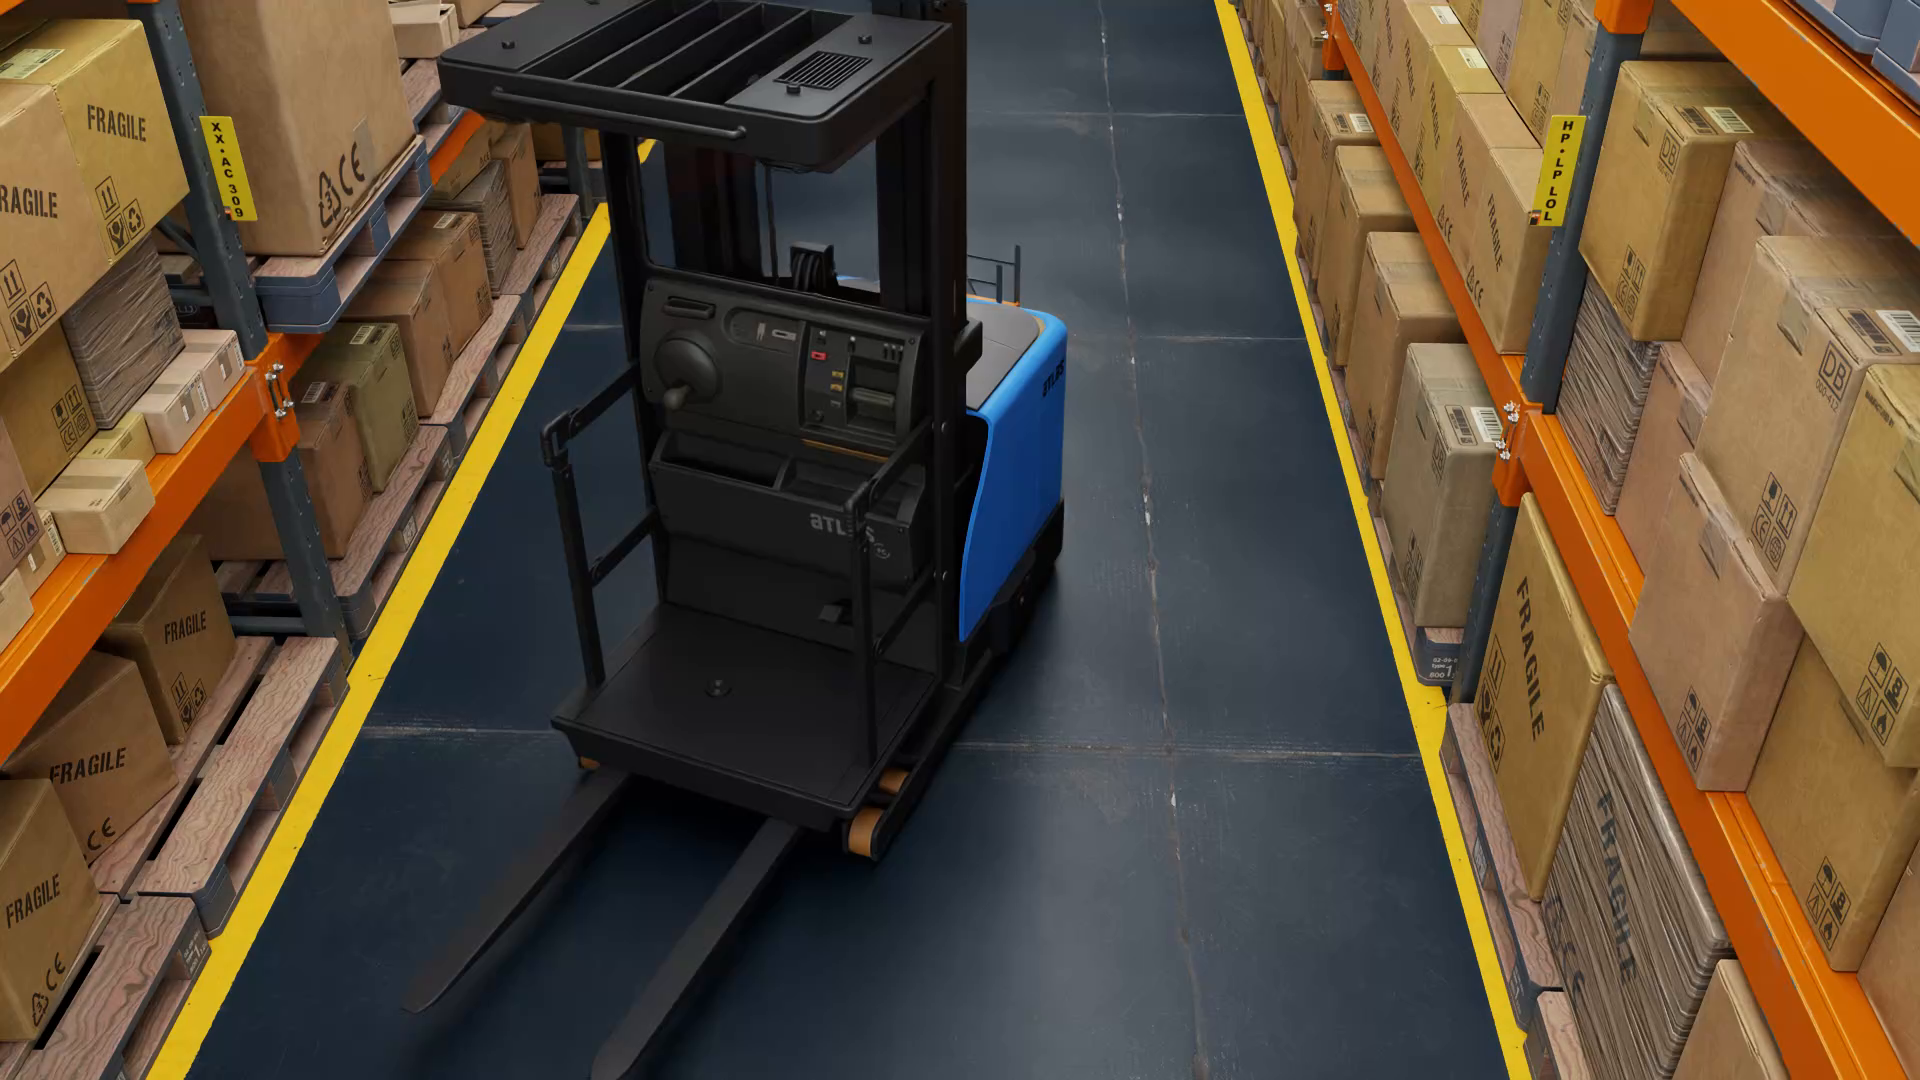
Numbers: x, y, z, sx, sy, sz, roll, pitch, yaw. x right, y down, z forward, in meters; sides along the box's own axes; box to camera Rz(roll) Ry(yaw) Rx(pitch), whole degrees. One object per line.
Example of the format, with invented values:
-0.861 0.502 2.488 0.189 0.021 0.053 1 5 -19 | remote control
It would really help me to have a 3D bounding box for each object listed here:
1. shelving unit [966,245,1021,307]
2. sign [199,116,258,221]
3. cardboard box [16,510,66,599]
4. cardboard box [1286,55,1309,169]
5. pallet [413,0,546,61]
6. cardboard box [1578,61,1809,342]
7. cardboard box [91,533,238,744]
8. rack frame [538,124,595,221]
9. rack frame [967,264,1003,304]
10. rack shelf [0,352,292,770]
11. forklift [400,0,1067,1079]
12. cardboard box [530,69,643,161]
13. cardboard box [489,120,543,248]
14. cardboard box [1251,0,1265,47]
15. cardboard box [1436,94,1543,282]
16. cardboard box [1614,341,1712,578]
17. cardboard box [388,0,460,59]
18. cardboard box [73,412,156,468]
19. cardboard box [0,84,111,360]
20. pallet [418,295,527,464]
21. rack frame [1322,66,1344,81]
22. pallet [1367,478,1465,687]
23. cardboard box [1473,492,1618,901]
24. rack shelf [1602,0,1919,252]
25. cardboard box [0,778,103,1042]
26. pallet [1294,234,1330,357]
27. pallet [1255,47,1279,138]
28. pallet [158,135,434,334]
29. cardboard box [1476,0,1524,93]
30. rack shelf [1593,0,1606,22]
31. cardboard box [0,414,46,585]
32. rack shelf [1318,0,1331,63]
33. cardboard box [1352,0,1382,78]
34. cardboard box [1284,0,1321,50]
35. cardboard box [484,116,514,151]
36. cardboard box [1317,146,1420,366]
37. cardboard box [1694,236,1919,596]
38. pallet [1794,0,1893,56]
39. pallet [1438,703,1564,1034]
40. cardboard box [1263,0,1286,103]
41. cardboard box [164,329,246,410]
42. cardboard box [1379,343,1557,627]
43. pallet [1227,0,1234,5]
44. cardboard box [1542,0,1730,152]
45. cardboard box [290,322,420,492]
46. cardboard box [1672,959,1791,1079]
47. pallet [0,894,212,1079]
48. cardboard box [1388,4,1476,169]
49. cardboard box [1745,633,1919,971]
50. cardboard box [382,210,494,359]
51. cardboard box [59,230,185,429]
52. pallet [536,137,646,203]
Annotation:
0.080 -0.591 6.547 0.258 1.200 0.189 14 37 19 | shelving unit
-2.184 -1.106 4.962 0.100 0.325 0.005 1 35 2 | sign
-2.572 0.046 4.295 0.380 0.149 0.250 1 35 2 | cardboard box
2.151 -2.418 9.391 0.500 0.500 0.500 1 35 2 | cardboard box
-2.488 -2.567 7.961 1.213 0.211 1.003 1 35 2 | pallet
2.176 -0.879 4.323 0.875 0.550 0.550 1 35 2 | cardboard box
-2.783 0.320 5.495 0.500 0.500 0.500 0 35 0 | cardboard box
-2.566 -3.058 8.492 1.000 3.000 0.127 1 35 2 | rack frame
0.045 -0.543 6.478 0.240 1.200 0.006 14 37 19 | rack frame
-2.807 0.684 3.794 1.077 0.370 4.000 1 35 2 | rack shelf
-0.635 -0.467 4.865 1.130 2.935 3.031 14 37 19 | forklift
-2.518 -2.756 9.546 1.225 0.875 0.875 0 35 0 | cardboard box
-2.573 -1.830 8.536 0.700 0.500 0.500 0 35 -1 | cardboard box
2.232 -3.610 11.087 0.500 0.500 0.500 3 35 4 | cardboard box
1.999 -1.224 5.796 0.500 0.500 0.500 1 35 1 | cardboard box
2.223 -0.120 4.181 0.875 0.550 0.550 1 35 2 | cardboard box
-2.363 -2.210 7.038 0.396 0.266 0.258 0 35 1 | cardboard box
-2.531 -0.241 4.703 0.380 0.149 0.250 1 35 2 | cardboard box
-2.489 -0.779 4.035 0.500 0.500 0.500 1 35 2 | cardboard box
-2.651 -0.769 7.660 1.003 0.211 1.213 1 35 2 | pallet
2.386 -2.885 8.247 1.000 3.000 0.127 1 35 2 | rack frame
2.181 0.109 6.412 1.003 0.211 1.213 1 35 2 | pallet
2.130 0.470 4.955 0.875 0.875 0.875 2 35 3 | cardboard box
2.145 -0.371 2.686 1.077 0.370 4.000 1 35 2 | rack shelf
-2.745 1.008 4.516 0.500 0.500 0.500 -2 35 -2 | cardboard box
2.279 -1.293 8.406 1.003 0.211 1.213 1 35 2 | pallet
2.470 -2.892 10.682 1.003 0.211 1.213 1 35 2 | pallet
-2.551 -1.117 5.897 1.003 0.211 1.213 1 35 2 | pallet
2.279 -1.908 5.900 0.700 0.500 0.500 2 35 2 | cardboard box
2.306 -2.669 5.956 1.077 0.370 4.000 1 35 2 | rack shelf
-2.781 -0.089 3.922 0.875 0.500 0.500 1 35 2 | cardboard box
2.466 -3.740 10.088 1.077 0.370 4.000 1 35 2 | rack shelf
2.080 -2.382 7.444 0.500 0.500 0.500 1 35 1 | cardboard box
2.161 -3.030 9.610 0.500 0.250 0.500 2 35 3 | cardboard box
-2.563 -2.136 8.320 0.500 0.250 0.500 3 35 4 | cardboard box
2.240 -1.286 7.563 1.050 0.750 0.750 2 35 3 | cardboard box
2.111 -0.253 3.432 0.875 0.550 0.550 1 35 2 | cardboard box
2.182 -1.308 3.471 1.003 0.211 1.213 1 35 2 | pallet
2.116 0.989 5.159 1.003 0.211 1.213 1 35 2 | pallet
2.181 -3.021 10.248 0.500 0.500 0.500 0 35 0 | cardboard box
-2.442 -0.527 5.109 0.380 0.149 0.250 1 35 2 | cardboard box
2.160 -0.197 6.013 1.050 0.750 0.750 1 35 2 | cardboard box
2.538 -4.429 12.869 1.003 0.211 1.213 1 35 2 | pallet
2.239 -1.322 5.066 0.700 0.500 0.500 1 35 1 | cardboard box
-2.643 -0.543 6.705 0.700 0.500 0.500 1 35 2 | cardboard box
2.059 1.512 3.473 0.875 0.875 0.875 1 35 1 | cardboard box
-2.765 1.471 4.474 1.003 0.211 1.213 1 35 2 | pallet
2.038 -1.806 6.624 0.500 0.500 0.500 1 35 1 | cardboard box
2.162 0.495 3.307 0.875 0.550 0.500 1 35 2 | cardboard box
-2.598 -1.185 7.619 0.700 0.500 0.500 4 35 6 | cardboard box
-2.807 -0.665 4.742 0.875 0.500 0.500 1 35 2 | cardboard box
-2.459 -2.368 9.936 1.003 0.211 1.213 1 35 2 | pallet
